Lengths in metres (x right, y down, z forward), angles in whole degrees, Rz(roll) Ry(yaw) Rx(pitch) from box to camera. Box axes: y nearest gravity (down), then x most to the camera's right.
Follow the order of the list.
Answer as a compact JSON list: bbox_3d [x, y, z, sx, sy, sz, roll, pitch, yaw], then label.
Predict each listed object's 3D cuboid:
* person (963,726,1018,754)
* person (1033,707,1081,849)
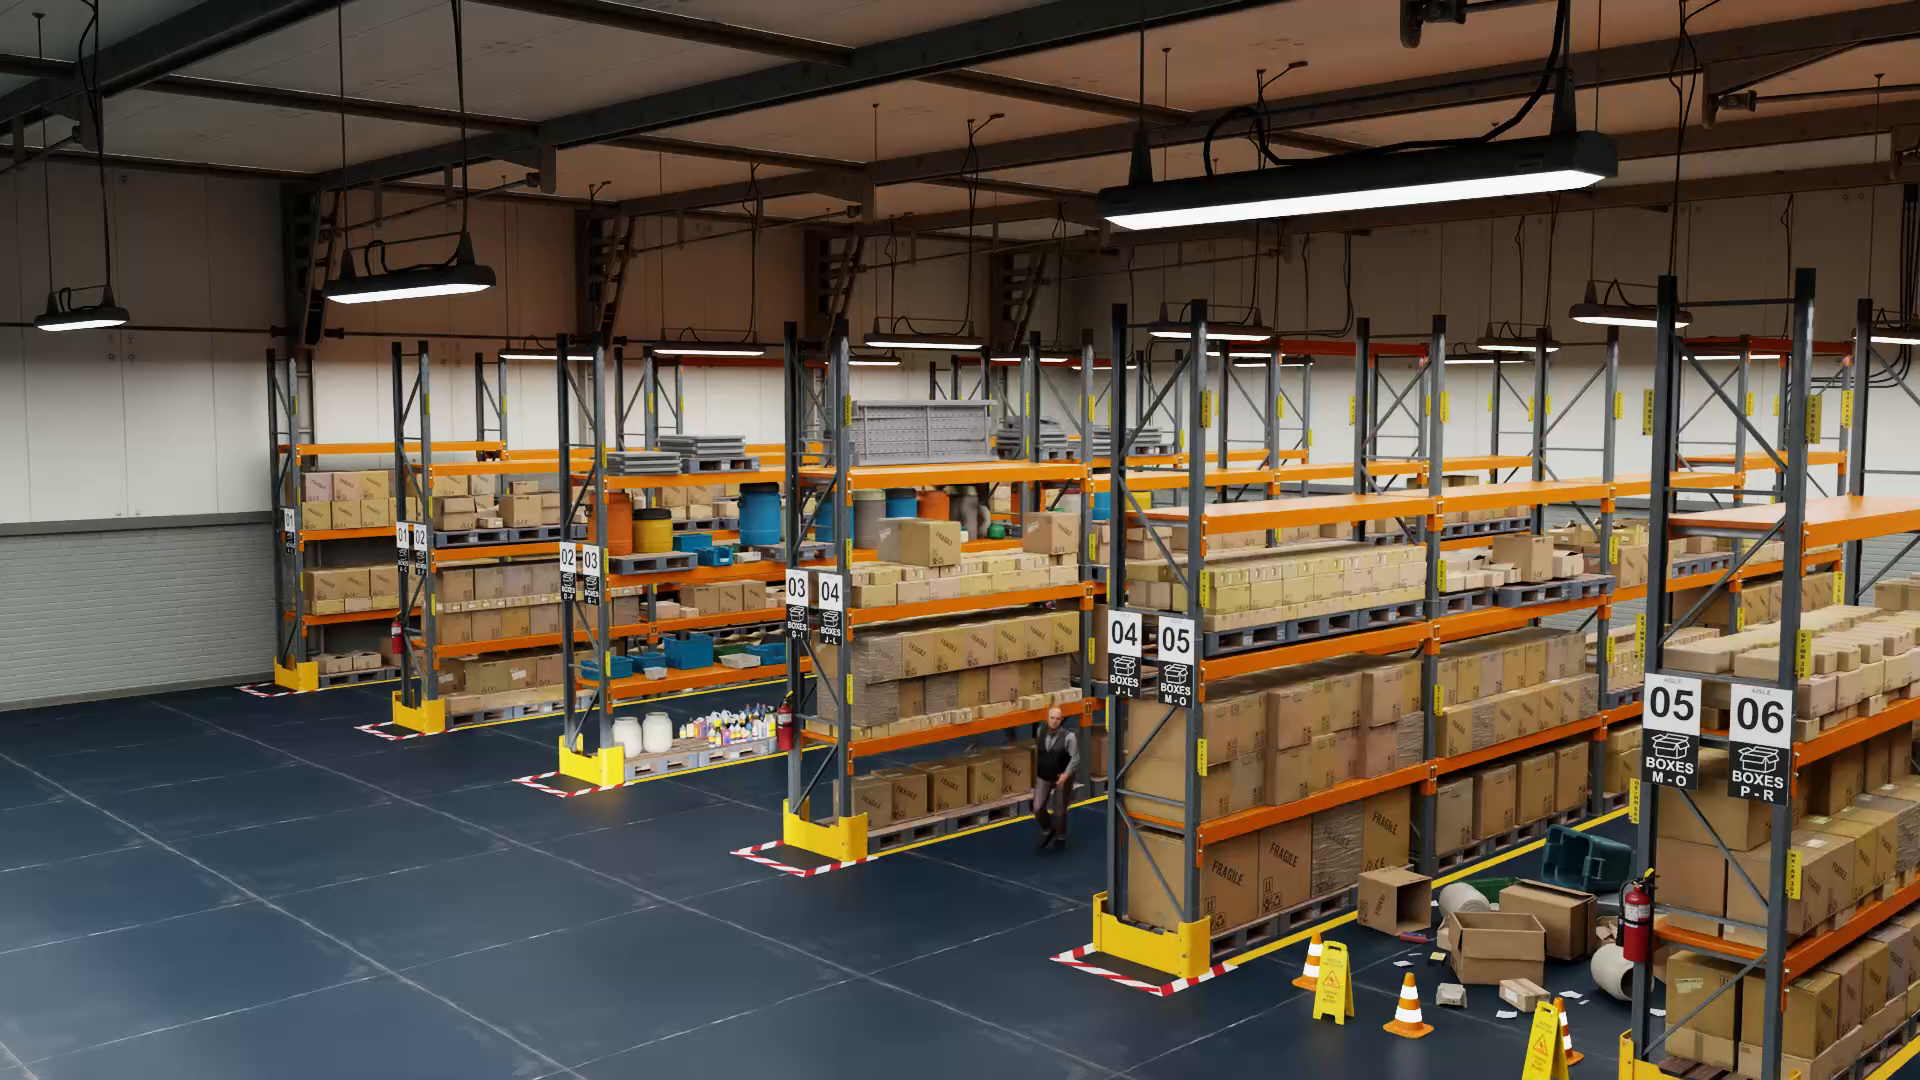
[{"bbox_3d":[0.369,2.217,23.087,1.082,1.502,0.569,-3,6,-27],"label":"person"},{"bbox_3d":[1.077,2.699,18.705,0.621,1.671,0.824,2,5,20],"label":"person"}]
